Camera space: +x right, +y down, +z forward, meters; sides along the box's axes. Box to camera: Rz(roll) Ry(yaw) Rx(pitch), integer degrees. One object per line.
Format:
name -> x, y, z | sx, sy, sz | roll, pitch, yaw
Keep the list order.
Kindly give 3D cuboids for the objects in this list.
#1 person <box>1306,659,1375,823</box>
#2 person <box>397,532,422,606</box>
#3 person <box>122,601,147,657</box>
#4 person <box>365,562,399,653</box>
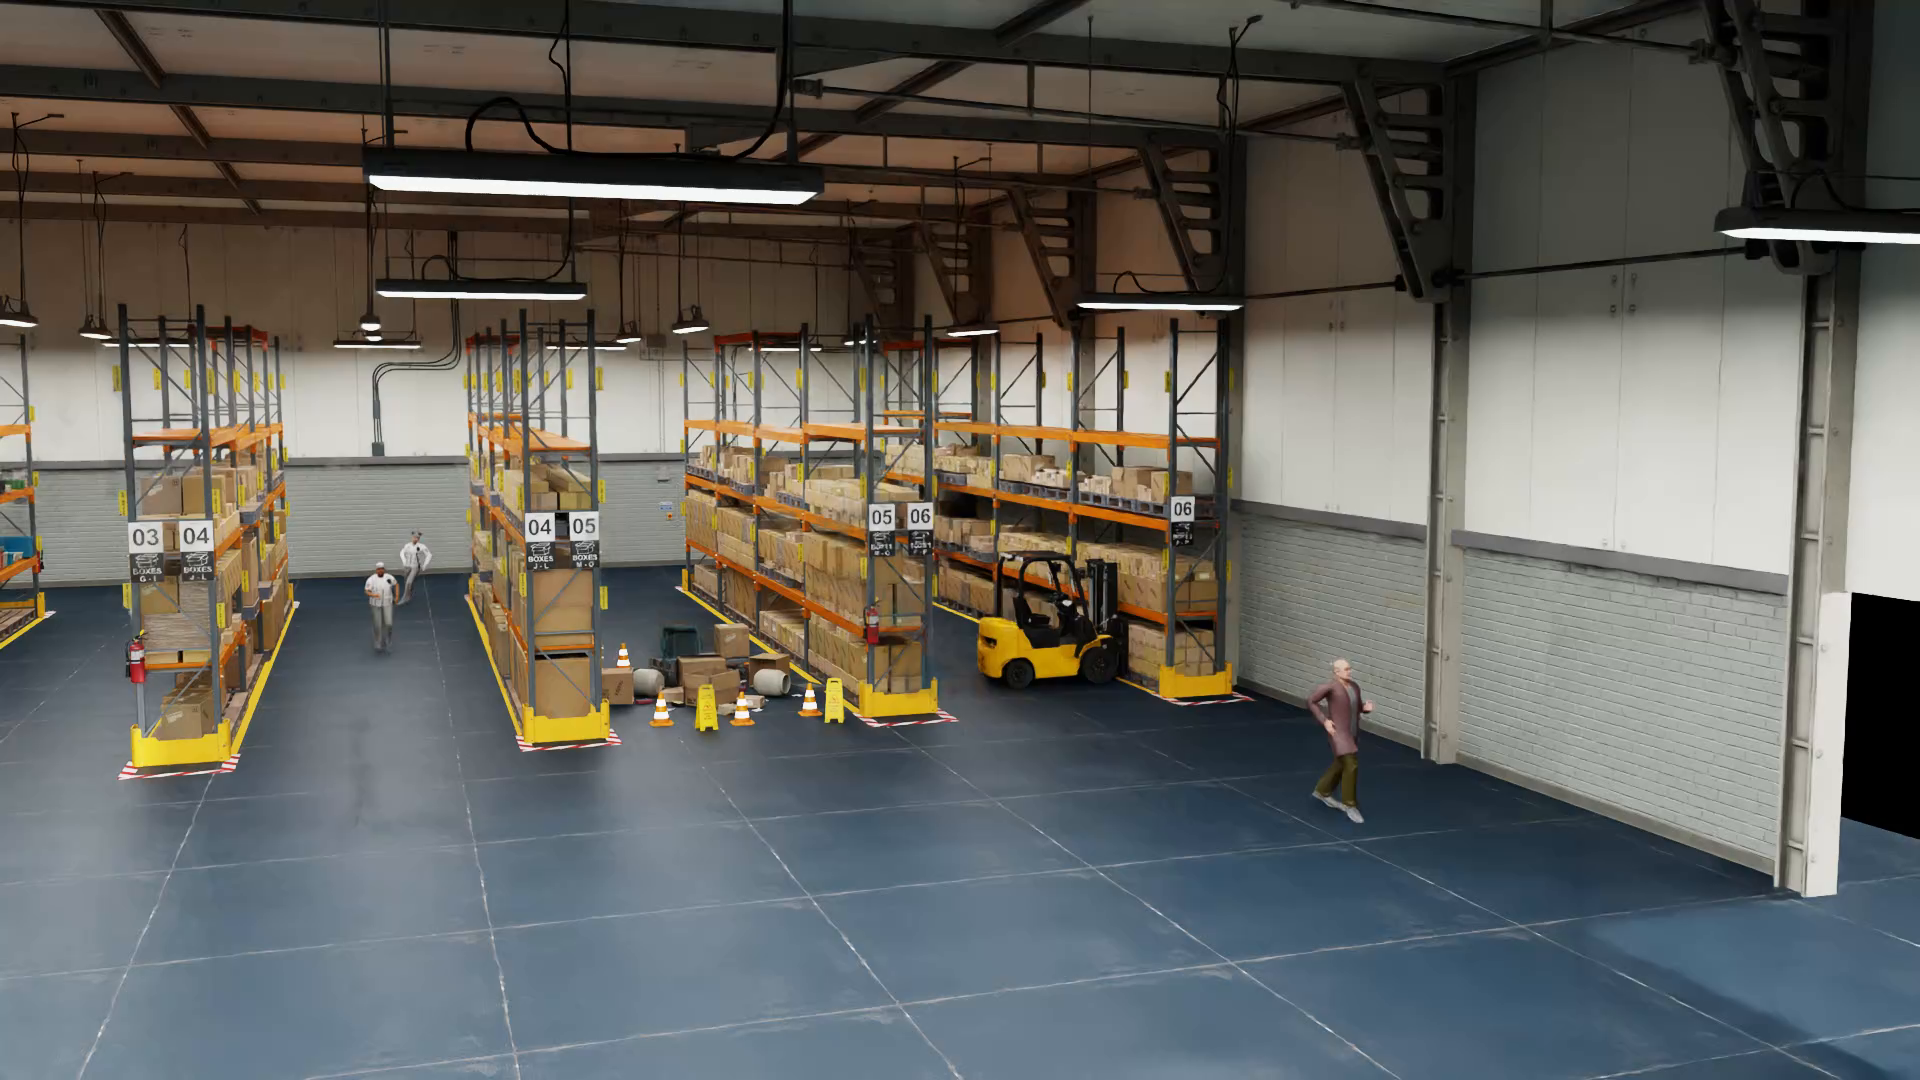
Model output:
person -> 4.403, 2.293, 19.207 | 0.686, 1.842, 0.818 | -5, 7, -43
person -> -12.354, 0.621, 37.388 | 0.556, 1.641, 0.861 | 1, 5, 8
person -> -14.517, 1.370, 29.499 | 0.600, 1.681, 0.892 | -3, 6, -30
person -> -10.741, 1.263, 30.930 | 0.614, 1.744, 0.740 | -2, 6, -23
